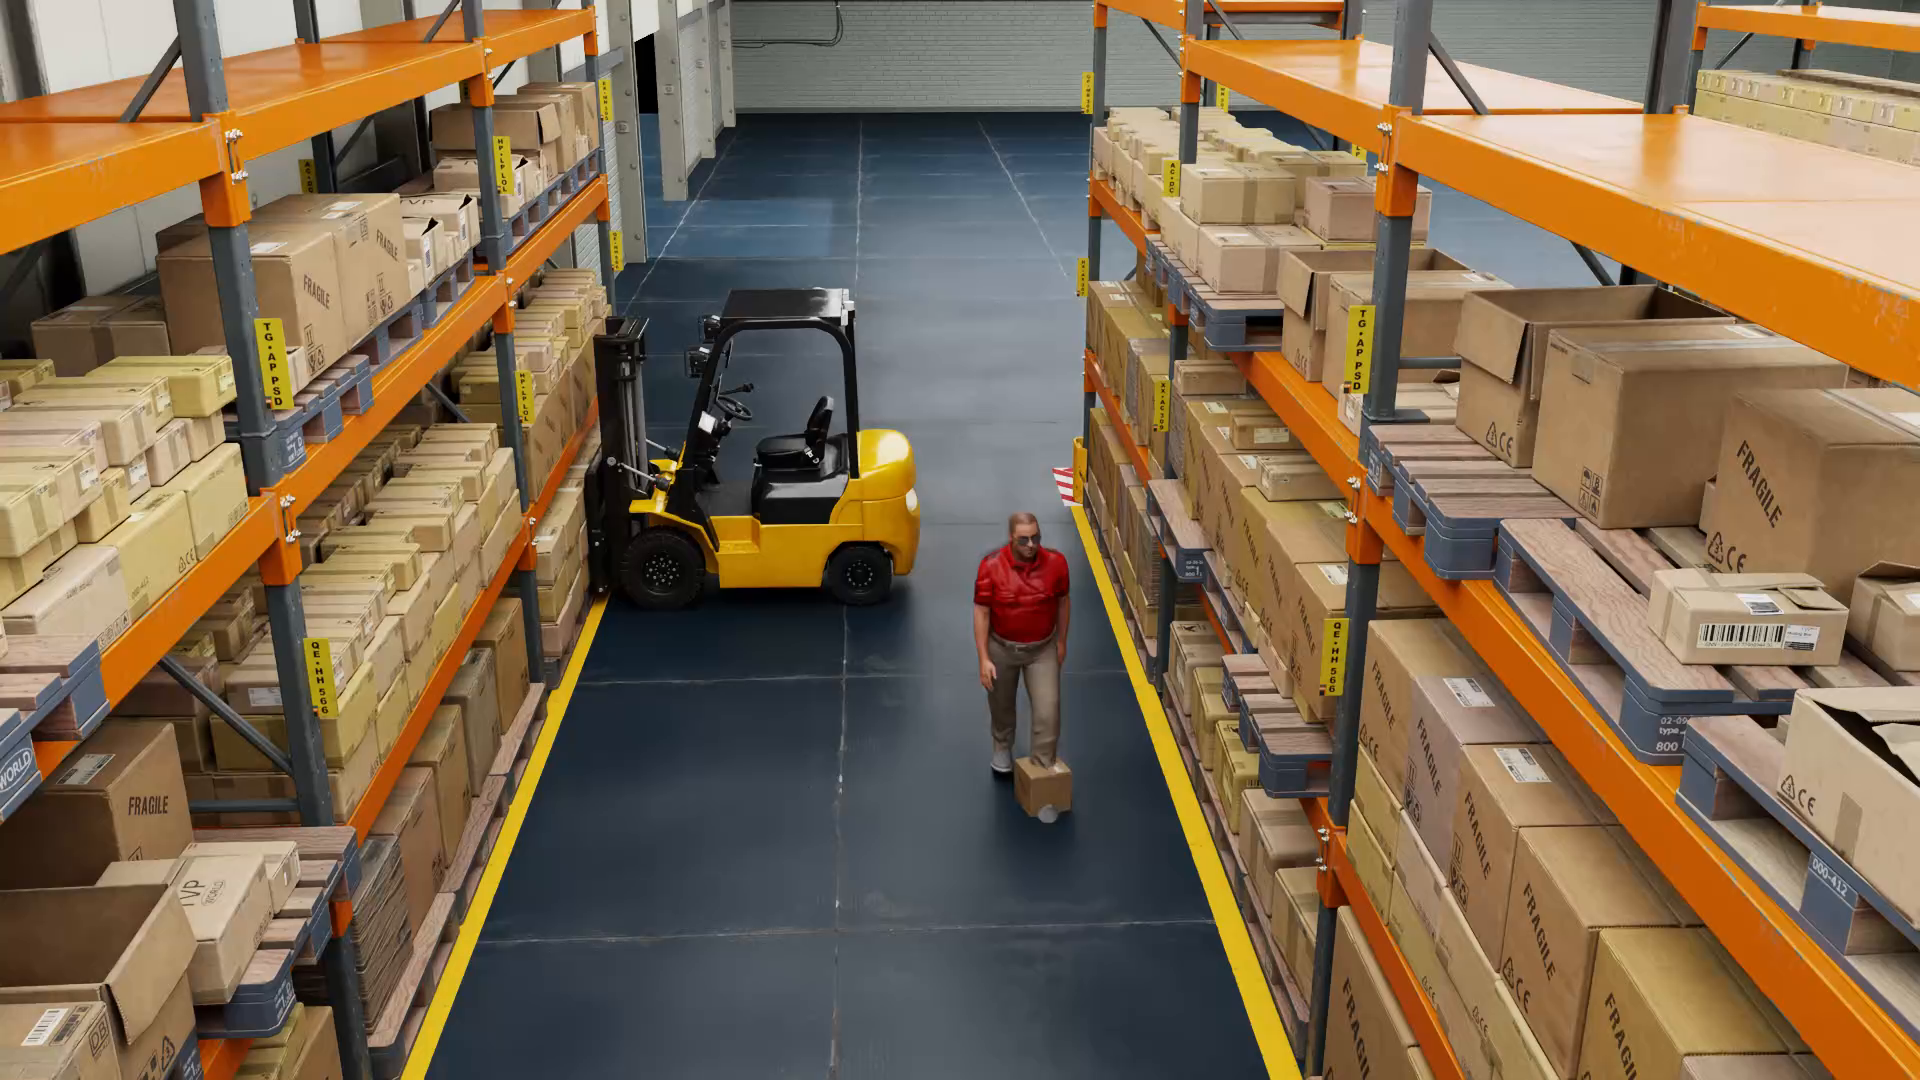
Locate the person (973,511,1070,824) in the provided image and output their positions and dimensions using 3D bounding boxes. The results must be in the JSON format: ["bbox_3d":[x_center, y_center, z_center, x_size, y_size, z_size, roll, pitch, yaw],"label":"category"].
[{"bbox_3d":[0.350,0.662,9.381,0.558,1.766,0.832,-1,20,-3],"label":"person"}]
